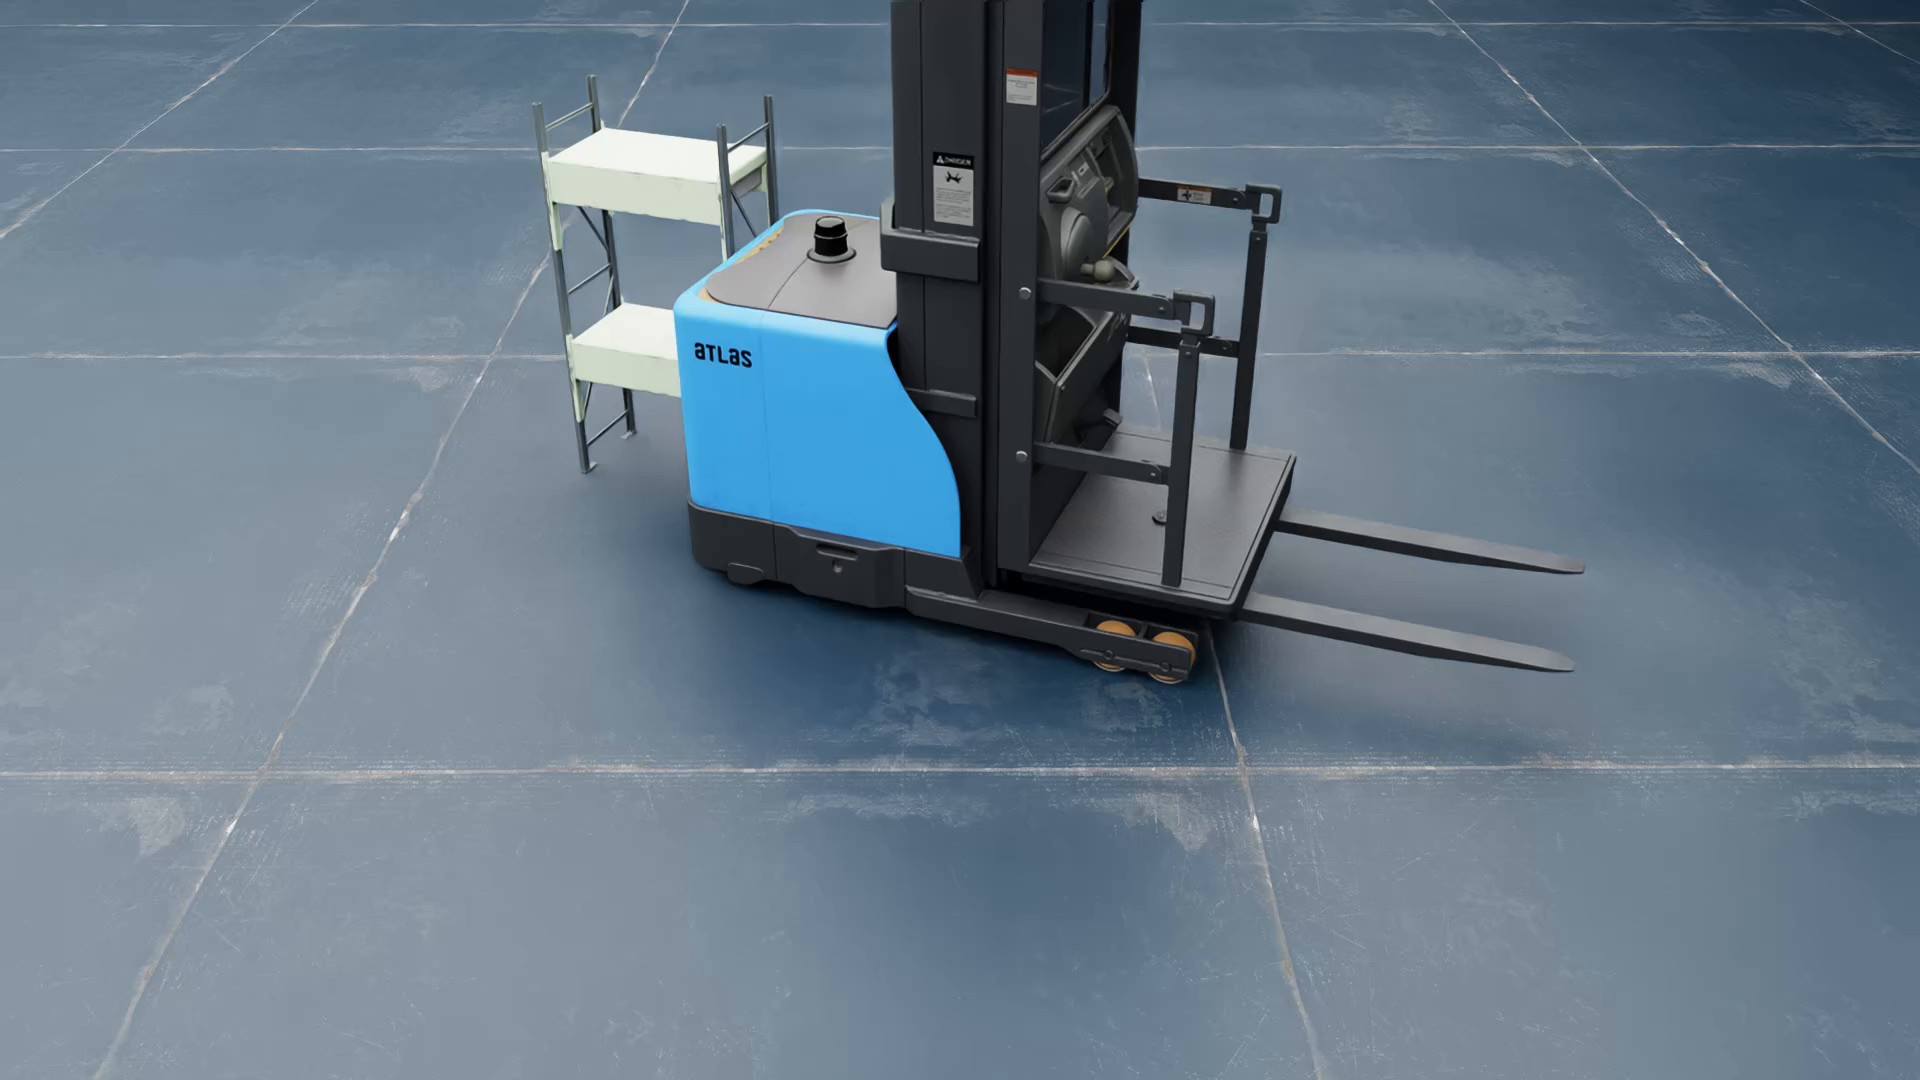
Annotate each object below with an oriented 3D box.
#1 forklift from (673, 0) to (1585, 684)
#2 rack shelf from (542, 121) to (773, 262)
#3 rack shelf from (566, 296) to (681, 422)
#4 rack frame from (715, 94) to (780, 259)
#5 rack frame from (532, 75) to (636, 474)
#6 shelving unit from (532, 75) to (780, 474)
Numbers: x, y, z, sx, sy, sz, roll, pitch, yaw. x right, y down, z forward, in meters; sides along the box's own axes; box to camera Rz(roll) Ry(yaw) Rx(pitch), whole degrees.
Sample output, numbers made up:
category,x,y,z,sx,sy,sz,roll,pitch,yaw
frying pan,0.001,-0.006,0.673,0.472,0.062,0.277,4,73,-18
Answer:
category,x,y,z,sx,sy,sz,roll,pitch,yaw
forklift,0.601,-1.093,5.226,3.031,2.935,1.130,11,33,17
rack shelf,-1.101,-1.272,6.148,0.720,0.370,0.431,11,33,17
rack shelf,-1.101,-0.660,6.520,0.720,0.370,0.431,11,33,17
rack frame,-0.758,-0.872,6.241,0.023,1.500,0.400,11,33,17
rack frame,-1.444,-1.005,6.460,0.023,1.500,0.400,11,33,17
shelving unit,-1.101,-0.938,6.351,0.755,1.500,0.431,11,33,17
